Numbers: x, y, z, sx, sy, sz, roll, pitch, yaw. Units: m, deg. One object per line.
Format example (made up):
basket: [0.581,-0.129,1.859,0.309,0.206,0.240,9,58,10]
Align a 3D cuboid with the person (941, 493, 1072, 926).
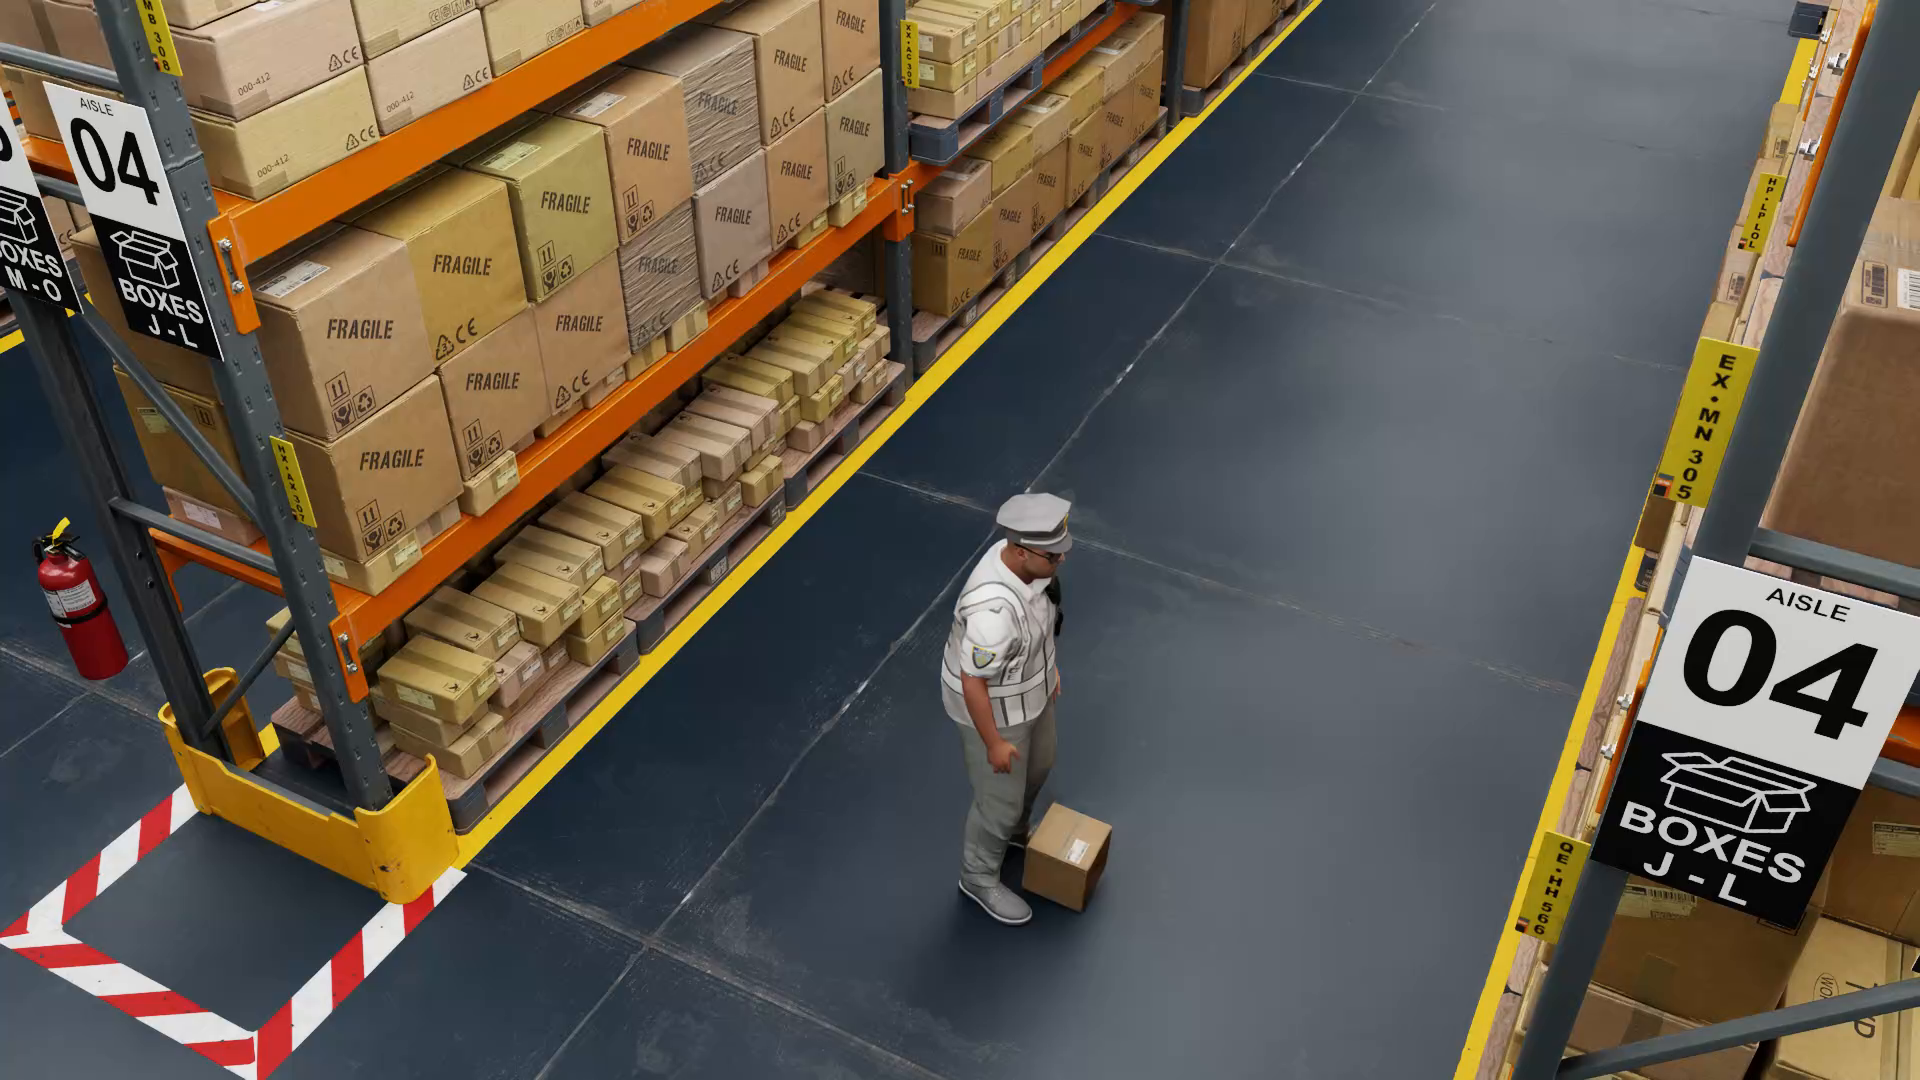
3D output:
person: [0.171,0.572,6.003,0.434,1.749,0.574,16,41,20]
